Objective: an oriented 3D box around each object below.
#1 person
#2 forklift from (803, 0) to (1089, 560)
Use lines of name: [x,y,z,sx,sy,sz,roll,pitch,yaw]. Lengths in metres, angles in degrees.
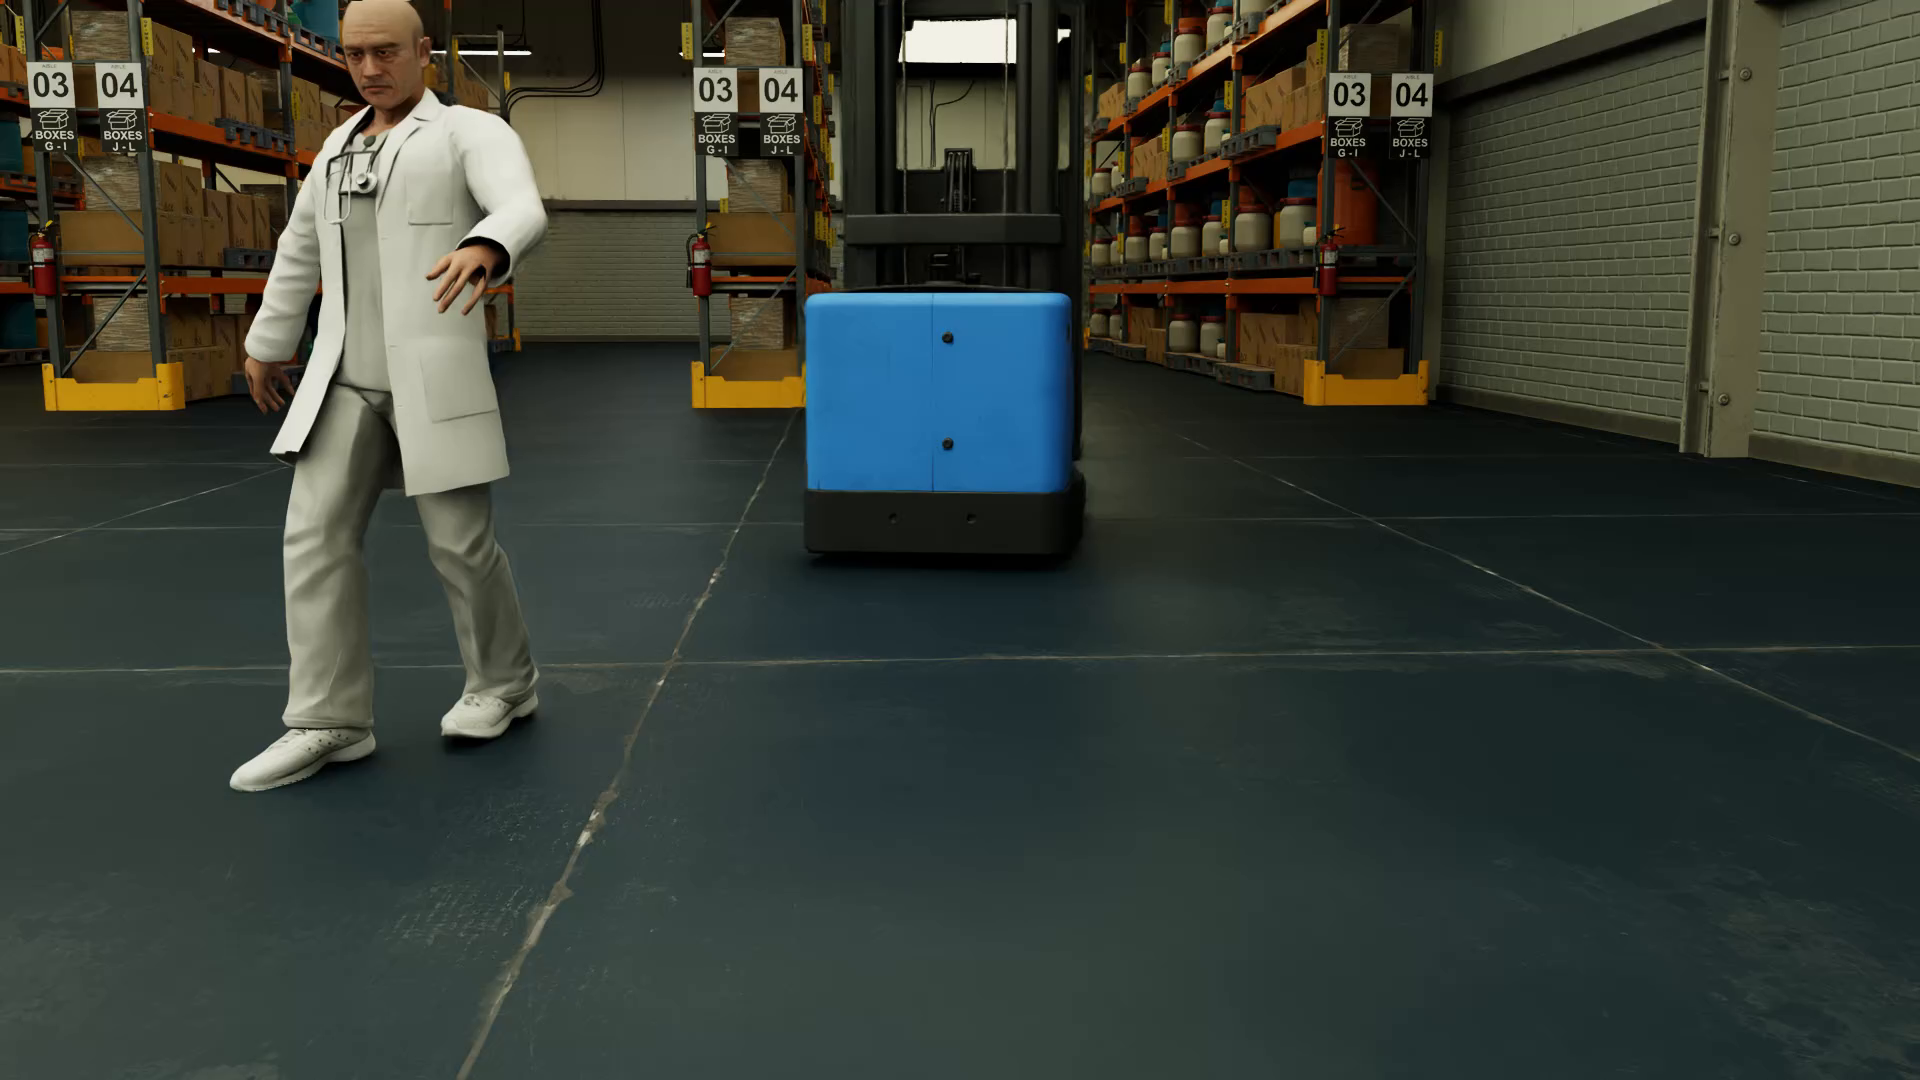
person: [-1.343,-0.357,3.821,1.023,1.756,0.810,3,9,17]
forklift: [0.037,-1.549,7.763,1.130,2.935,3.031,1,8,5]
